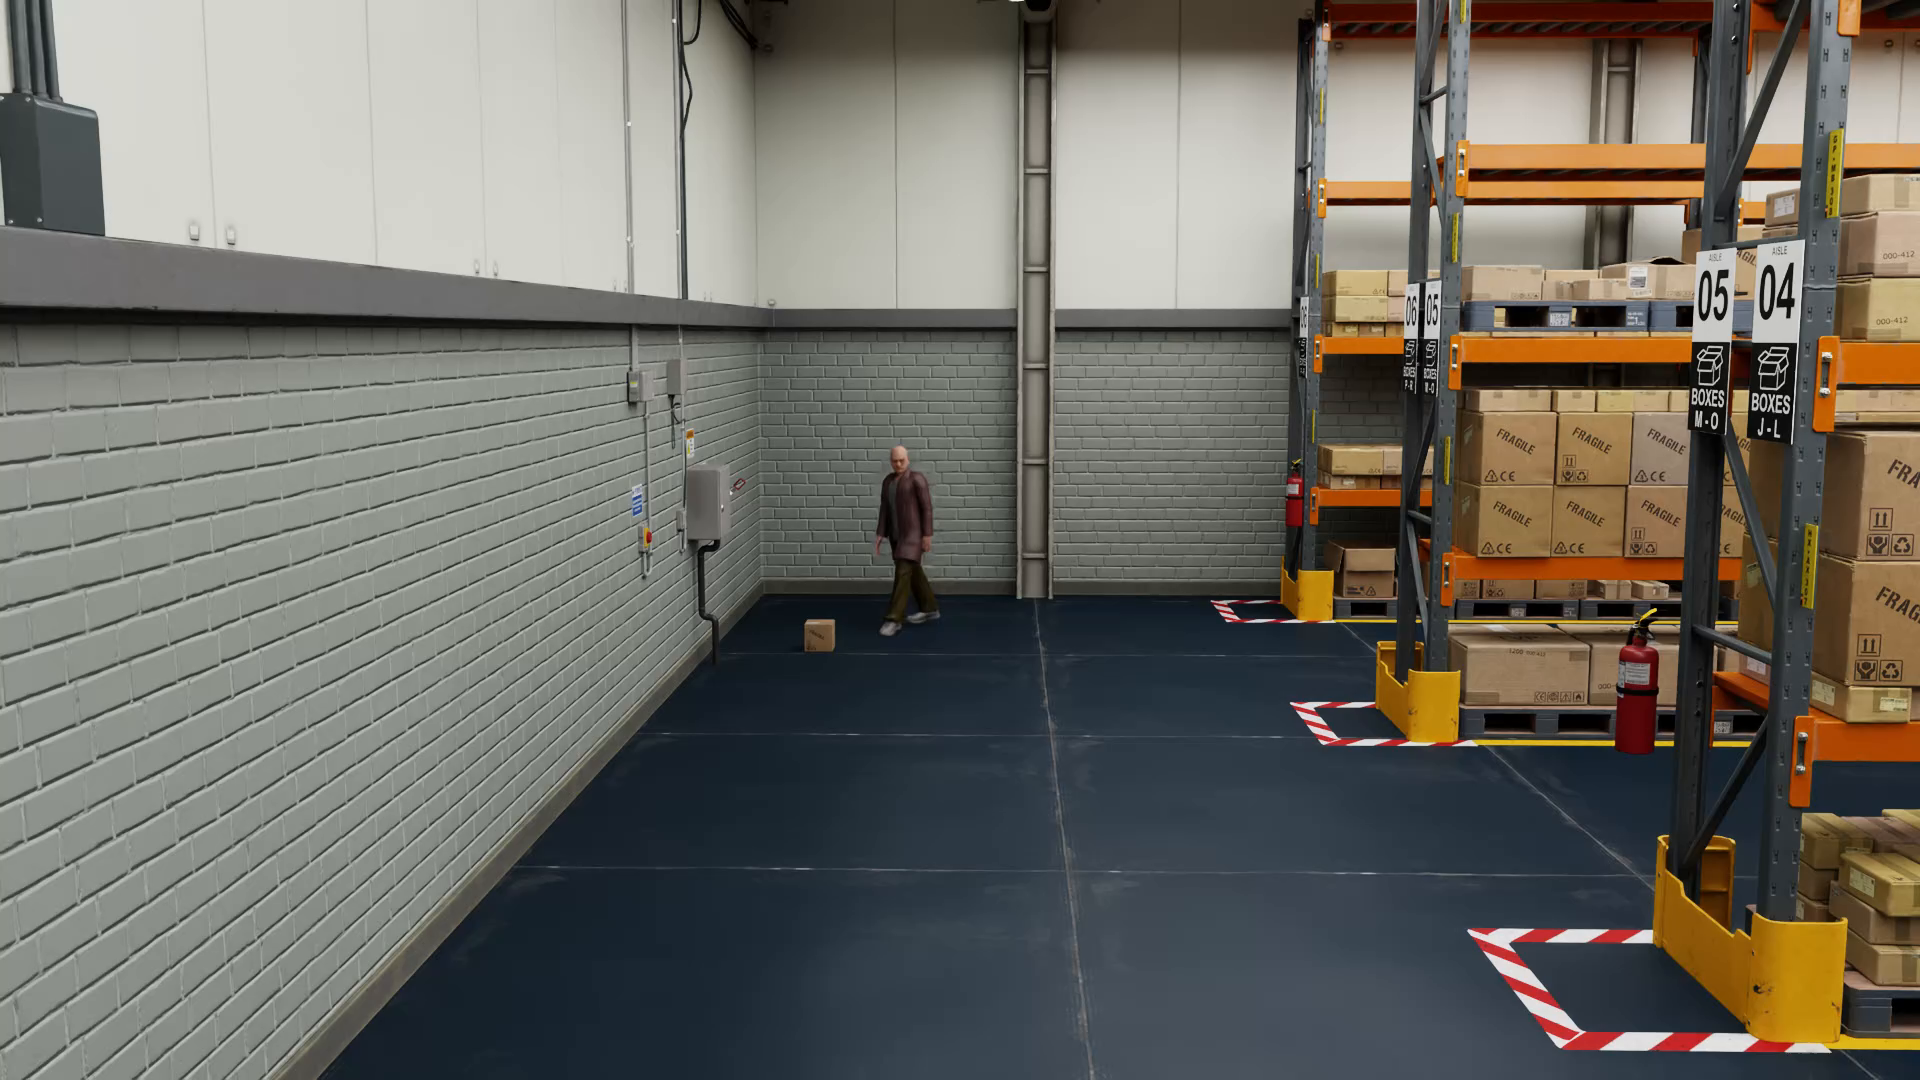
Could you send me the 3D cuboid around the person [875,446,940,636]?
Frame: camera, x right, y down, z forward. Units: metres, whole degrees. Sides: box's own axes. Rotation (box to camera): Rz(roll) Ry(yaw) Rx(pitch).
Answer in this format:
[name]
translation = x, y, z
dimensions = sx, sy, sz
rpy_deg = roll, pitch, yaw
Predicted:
[person]
translation = -0.543, -0.022, 15.934
dimensions = 0.882, 1.766, 0.601
rpy_deg = -6, 9, -39
